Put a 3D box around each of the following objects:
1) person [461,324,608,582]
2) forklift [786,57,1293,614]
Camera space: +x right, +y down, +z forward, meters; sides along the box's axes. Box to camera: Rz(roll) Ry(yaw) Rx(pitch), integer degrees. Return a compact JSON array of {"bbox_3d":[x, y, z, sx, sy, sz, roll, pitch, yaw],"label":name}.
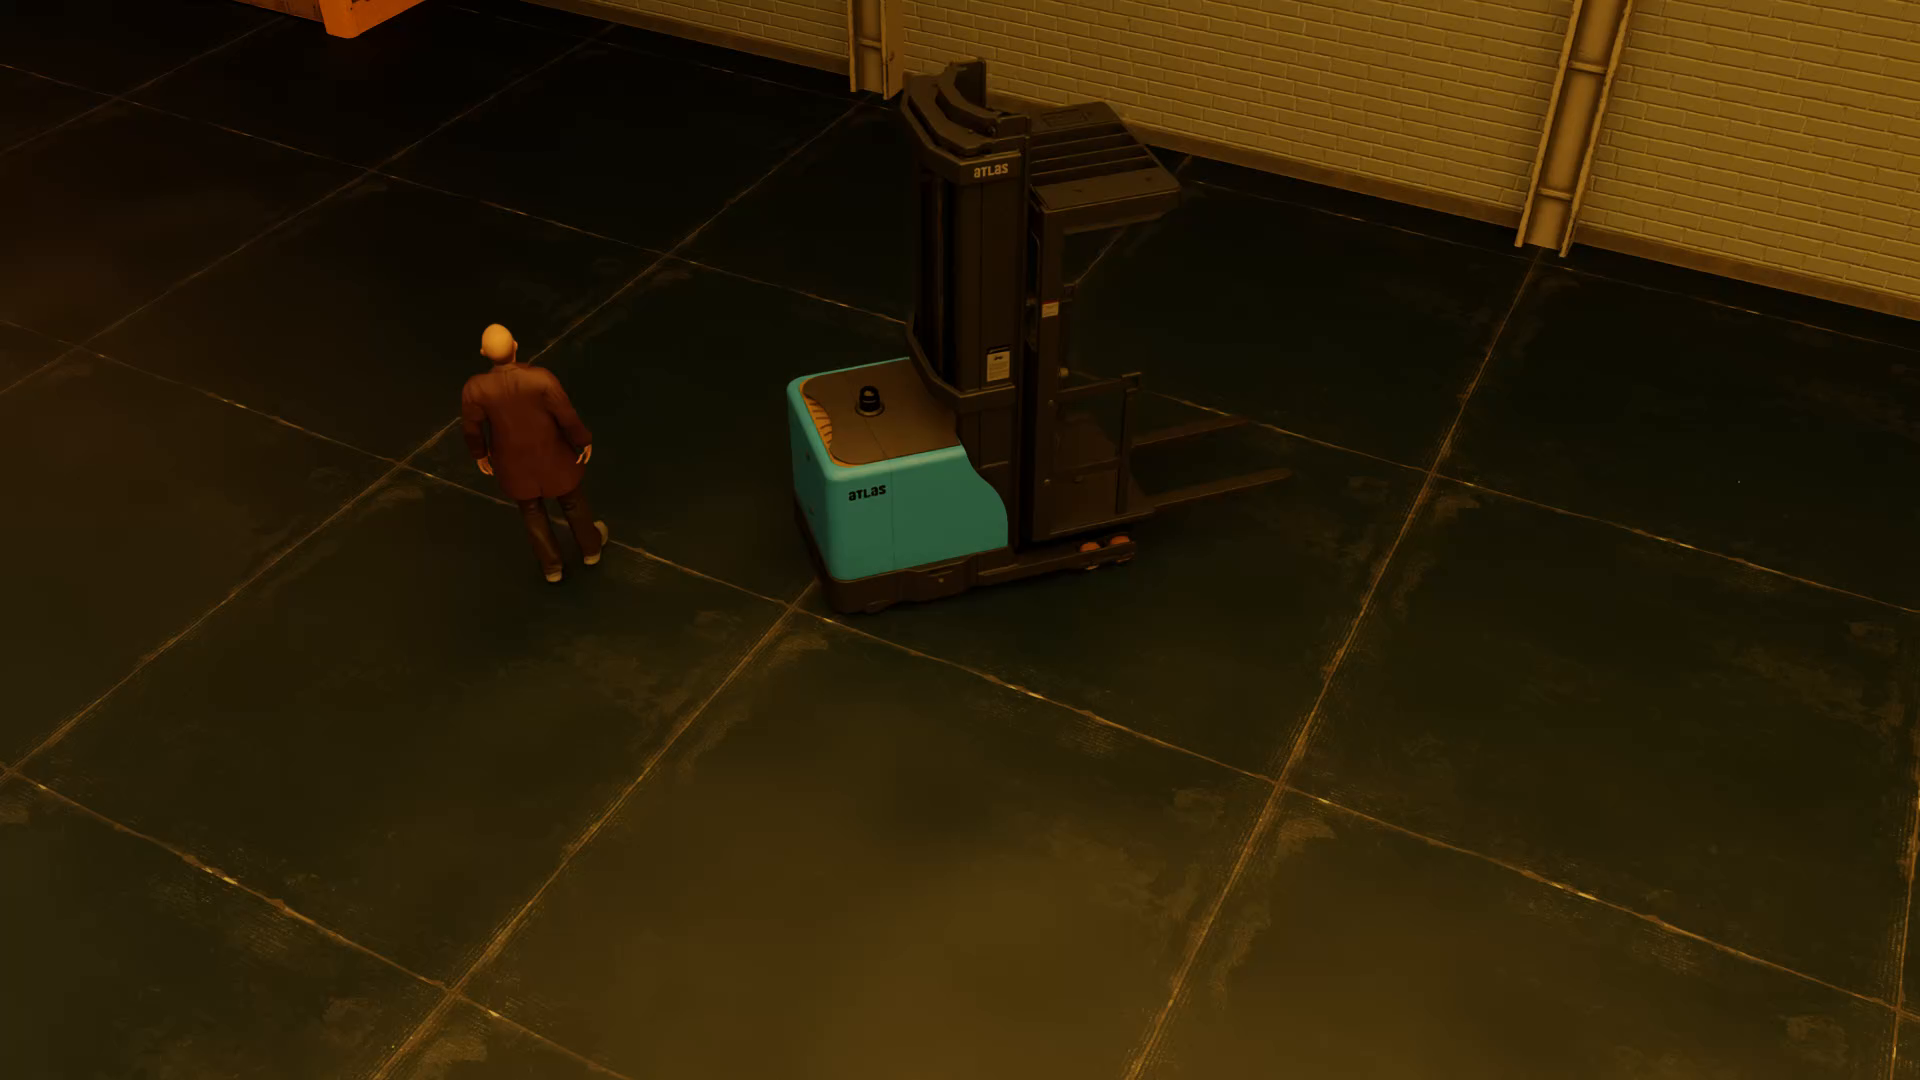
[{"bbox_3d":[-2.448,-0.552,9.529,0.705,1.779,0.582,-5,40,-5],"label":"person"},{"bbox_3d":[0.545,-1.254,9.475,3.031,2.935,1.130,-12,42,-14],"label":"forklift"}]
